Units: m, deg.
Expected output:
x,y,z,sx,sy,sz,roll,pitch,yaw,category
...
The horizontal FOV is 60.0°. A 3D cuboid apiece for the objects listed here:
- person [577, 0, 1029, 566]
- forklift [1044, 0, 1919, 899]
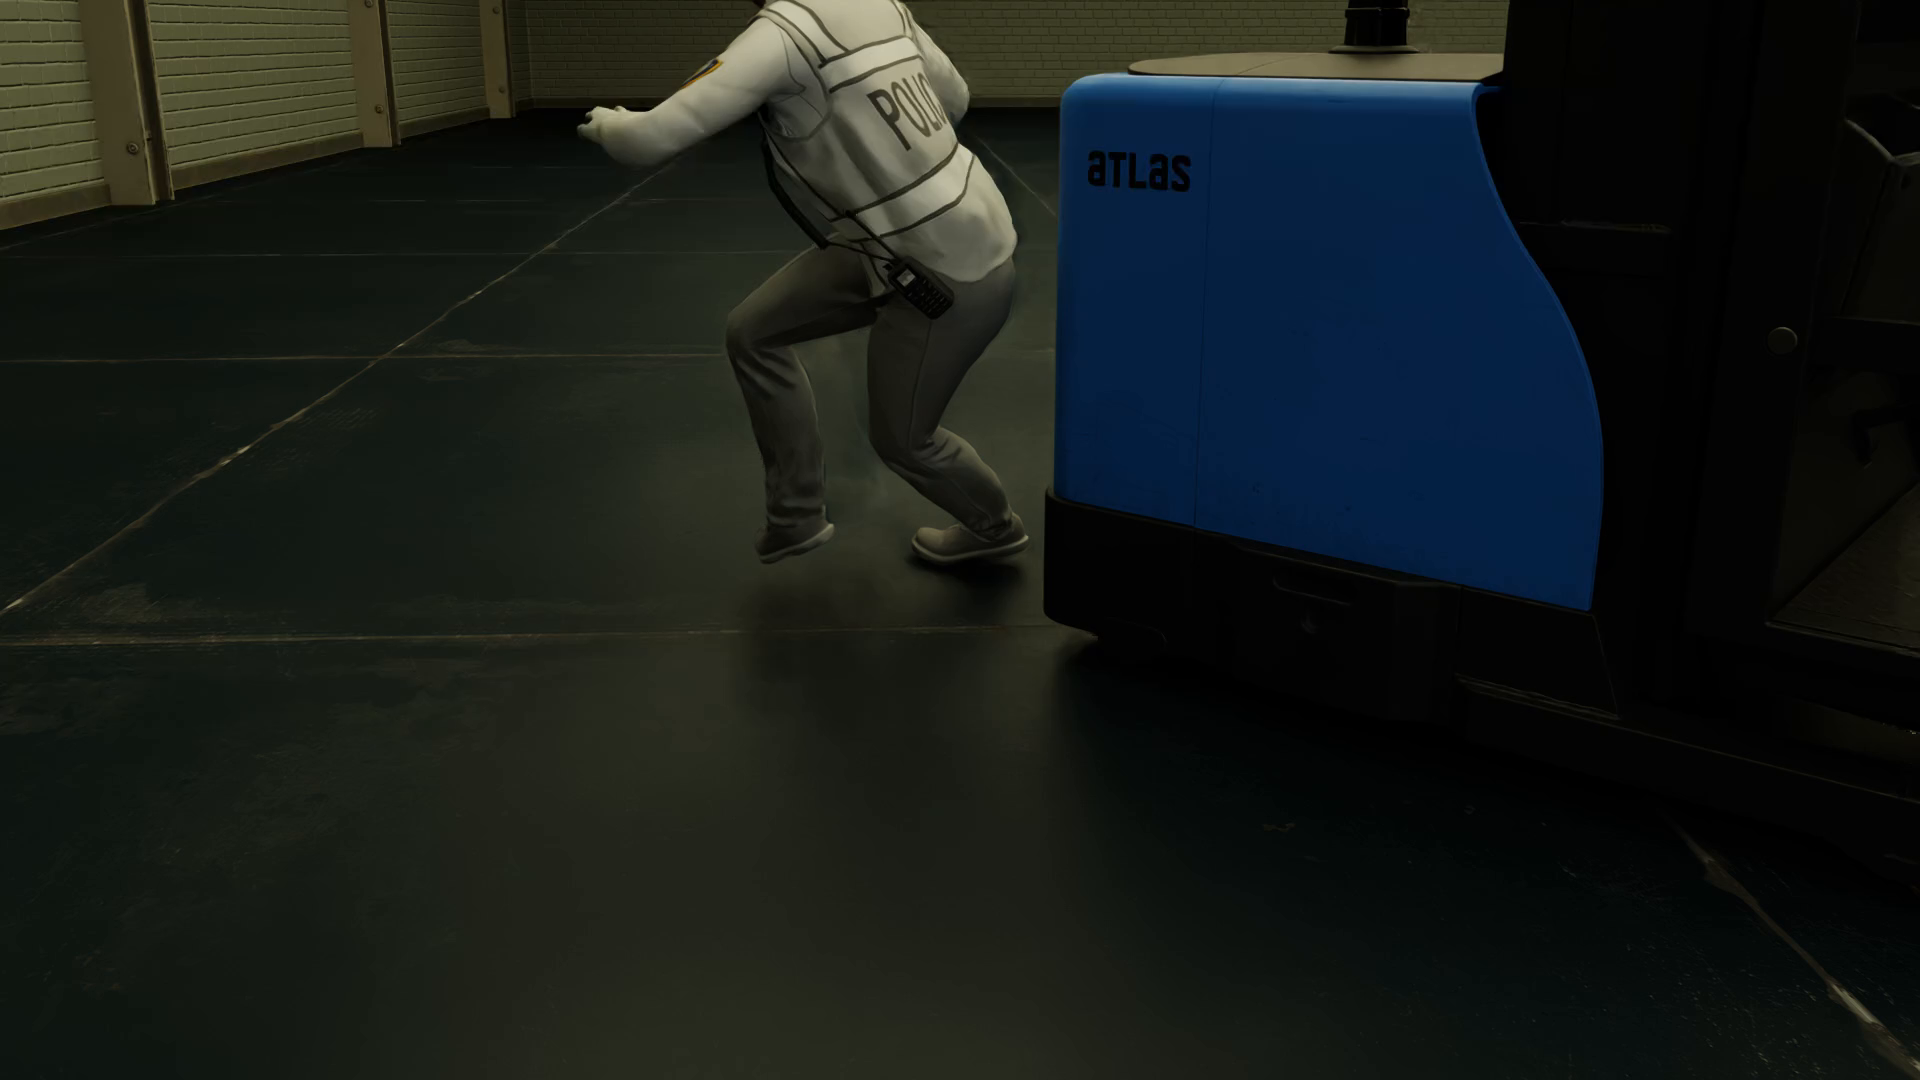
x,y,z,sx,sy,sz,roll,pitch,yaw,category
-0.284,-0.557,3.274,0.836,1.432,0.916,3,17,8,person
1.619,-1.026,2.262,3.031,2.935,1.130,14,22,38,forklift
